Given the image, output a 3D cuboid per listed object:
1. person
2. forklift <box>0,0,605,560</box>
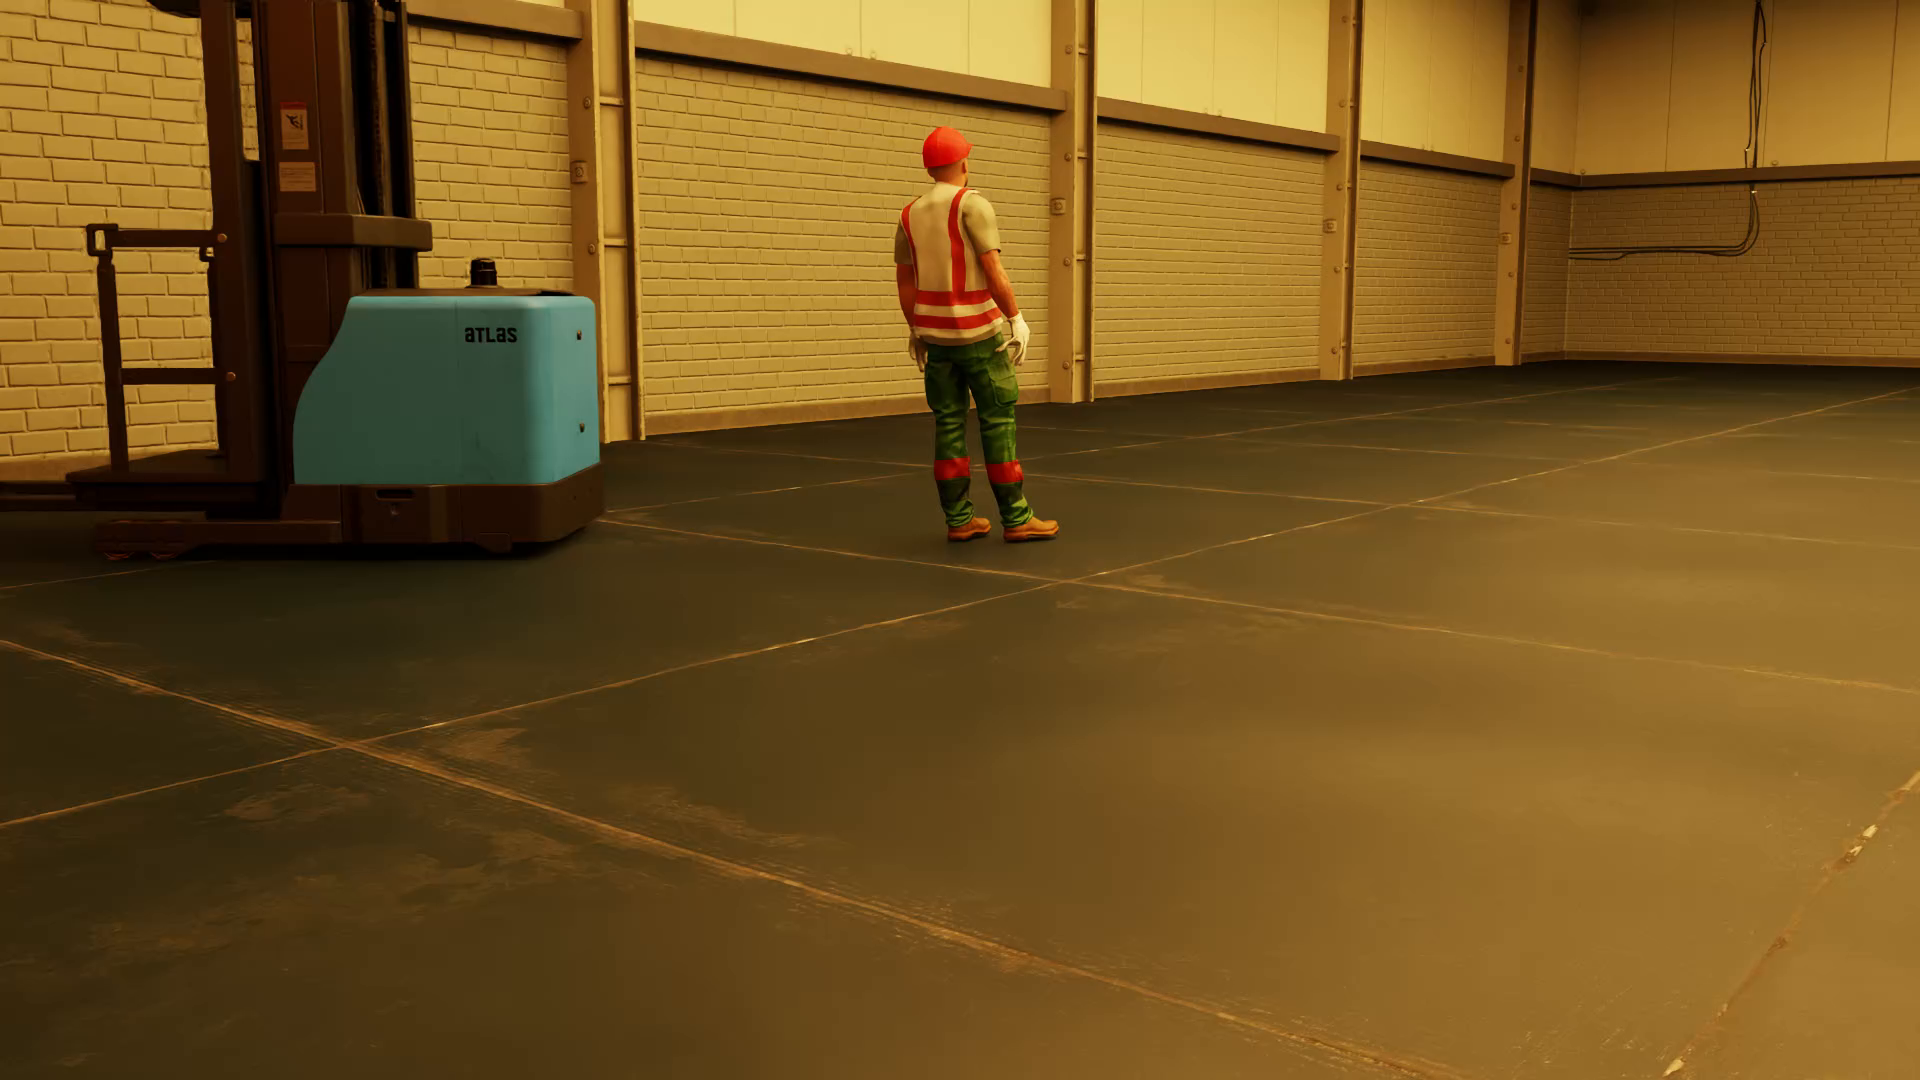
[{"bbox_3d":[0.059,-0.900,7.330,0.638,1.789,0.562,7,11,38],"label":"person"},{"bbox_3d":[-3.177,-1.444,7.149,3.031,2.935,1.130,0,8,0],"label":"forklift"}]
